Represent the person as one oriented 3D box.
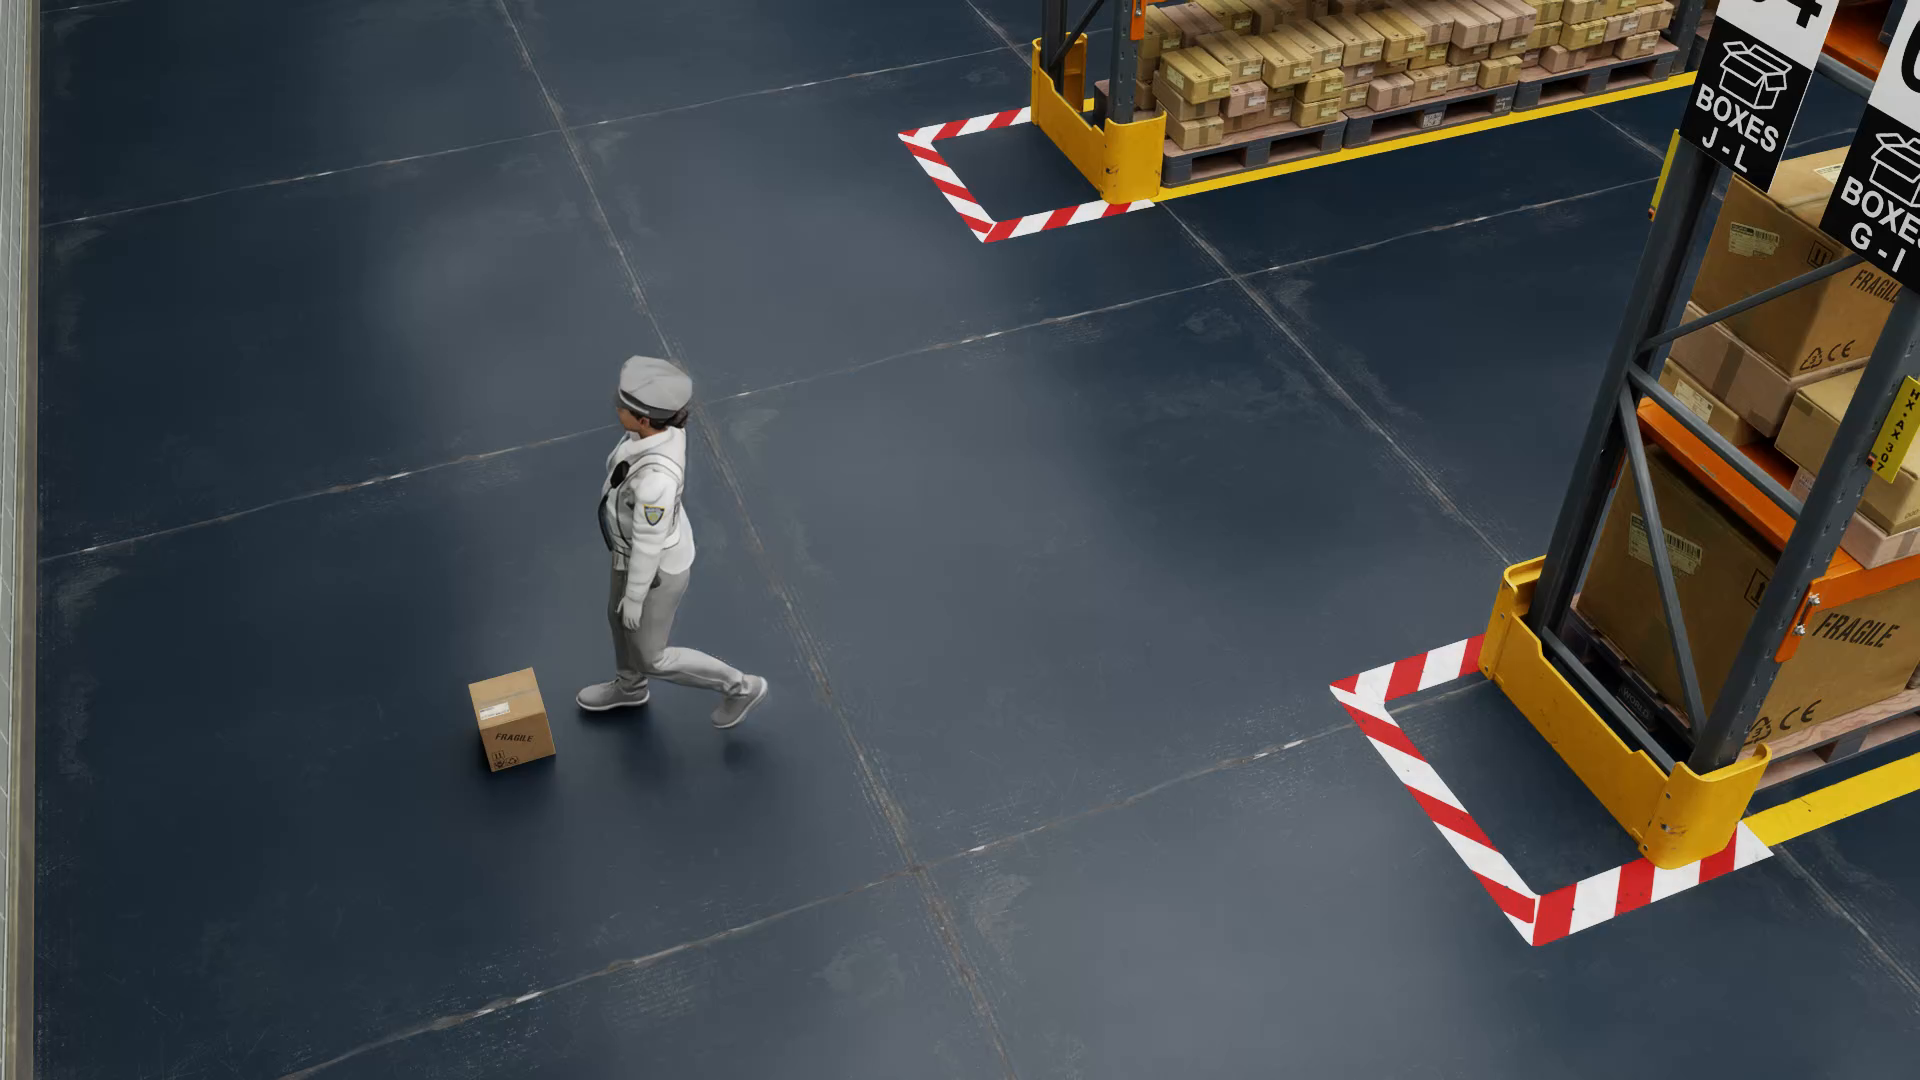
[{"bbox_3d":[-1.136,0.059,6.051,0.760,1.661,0.488,-6,42,-7],"label":"person"}]
